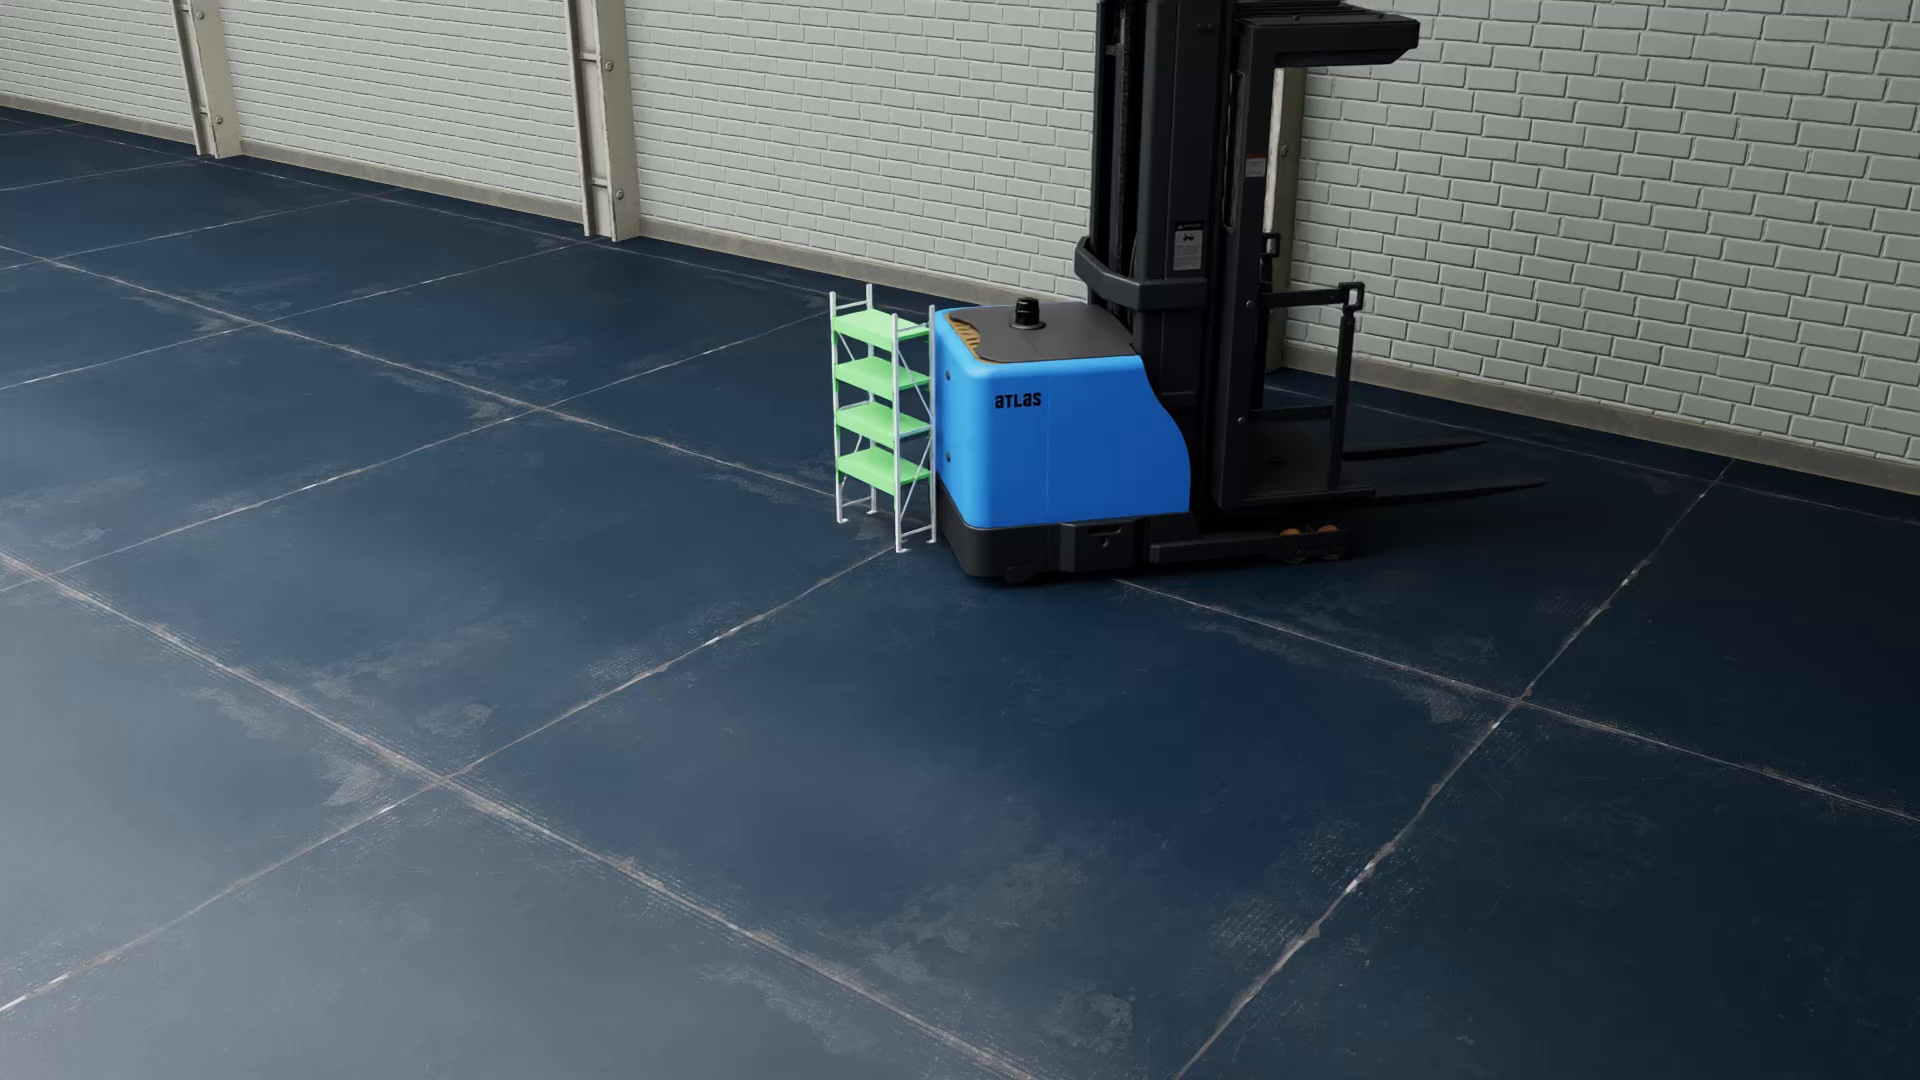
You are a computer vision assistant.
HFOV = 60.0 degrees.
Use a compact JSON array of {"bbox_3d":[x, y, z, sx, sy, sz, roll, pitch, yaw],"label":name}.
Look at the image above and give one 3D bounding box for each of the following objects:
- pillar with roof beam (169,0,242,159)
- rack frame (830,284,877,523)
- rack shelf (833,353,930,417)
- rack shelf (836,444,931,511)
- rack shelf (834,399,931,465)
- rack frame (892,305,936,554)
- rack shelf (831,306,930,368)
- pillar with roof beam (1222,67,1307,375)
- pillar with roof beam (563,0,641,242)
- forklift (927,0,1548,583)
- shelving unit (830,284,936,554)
[{"bbox_3d":[-10.326,-6.773,12.461,0.400,9.000,9.100,17,29,33],"label":"pillar with roof beam"},{"bbox_3d":[-0.526,-0.667,8.276,0.240,1.200,0.015,-19,30,-36],"label":"rack frame"},{"bbox_3d":[-0.370,-0.753,8.033,0.258,0.148,0.480,-19,30,-36],"label":"rack shelf"},{"bbox_3d":[-0.370,-0.313,8.227,0.258,0.148,0.480,-19,30,-36],"label":"rack shelf"},{"bbox_3d":[-0.370,-0.533,8.130,0.258,0.148,0.480,-19,30,-36],"label":"rack shelf"},{"bbox_3d":[-0.214,-0.516,7.933,0.240,1.200,0.015,-19,30,-36],"label":"rack frame"},{"bbox_3d":[-0.370,-0.972,7.936,0.258,0.148,0.480,-19,30,-36],"label":"rack shelf"},{"bbox_3d":[-0.724,-3.871,5.875,0.400,9.000,9.100,17,29,33],"label":"pillar with roof beam"},{"bbox_3d":[-5.525,-5.322,9.168,0.400,9.000,9.100,17,29,33],"label":"pillar with roof beam"},{"bbox_3d":[1.406,-1.430,7.861,3.031,2.935,1.130,-5,24,-11],"label":"forklift"},{"bbox_3d":[-0.370,-0.591,8.104,0.258,1.200,0.503,-19,30,-36],"label":"shelving unit"}]
